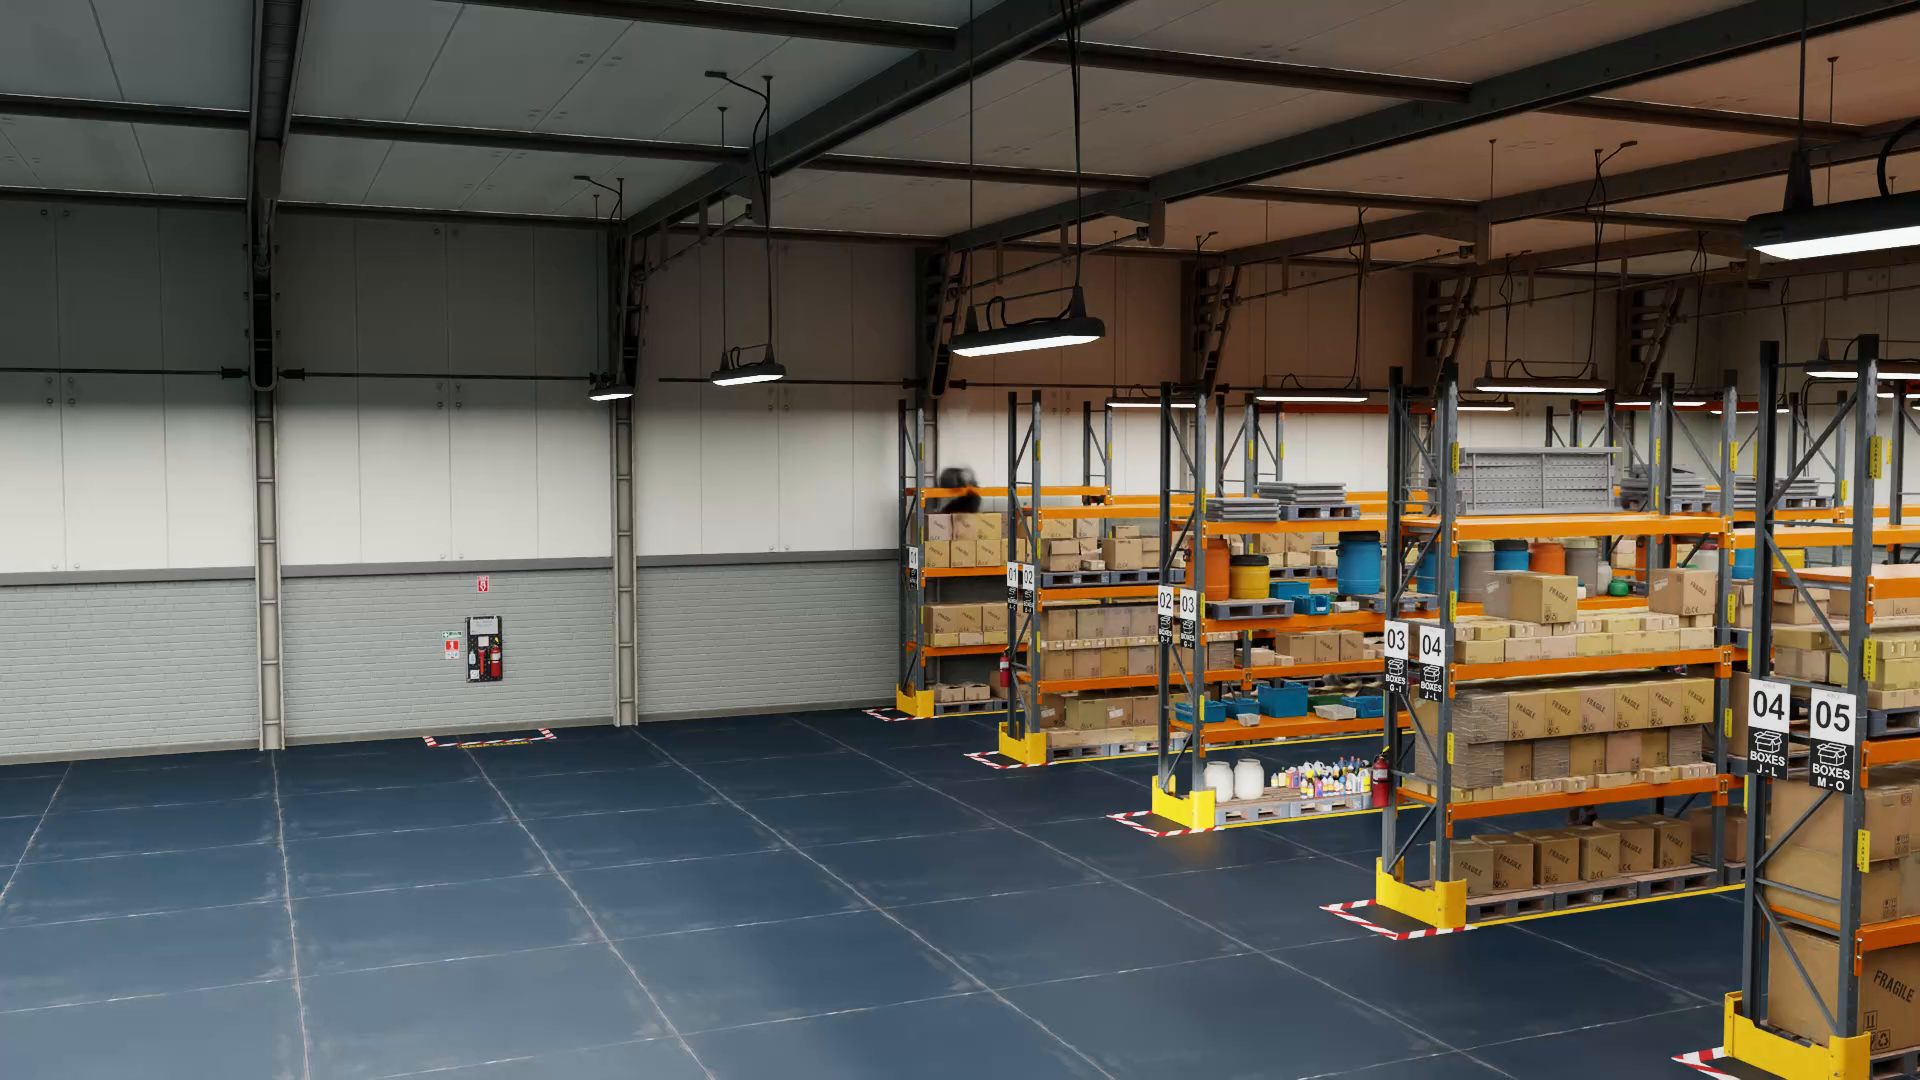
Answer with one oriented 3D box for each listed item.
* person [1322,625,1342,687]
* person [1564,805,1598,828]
[{"bbox_3d":[7.362,2.402,32.791,0.880,1.746,0.621,-2,4,-29],"label":"person"},{"bbox_3d":[8.180,3.007,21.998,0.889,1.754,0.610,-2,4,-28],"label":"person"}]
